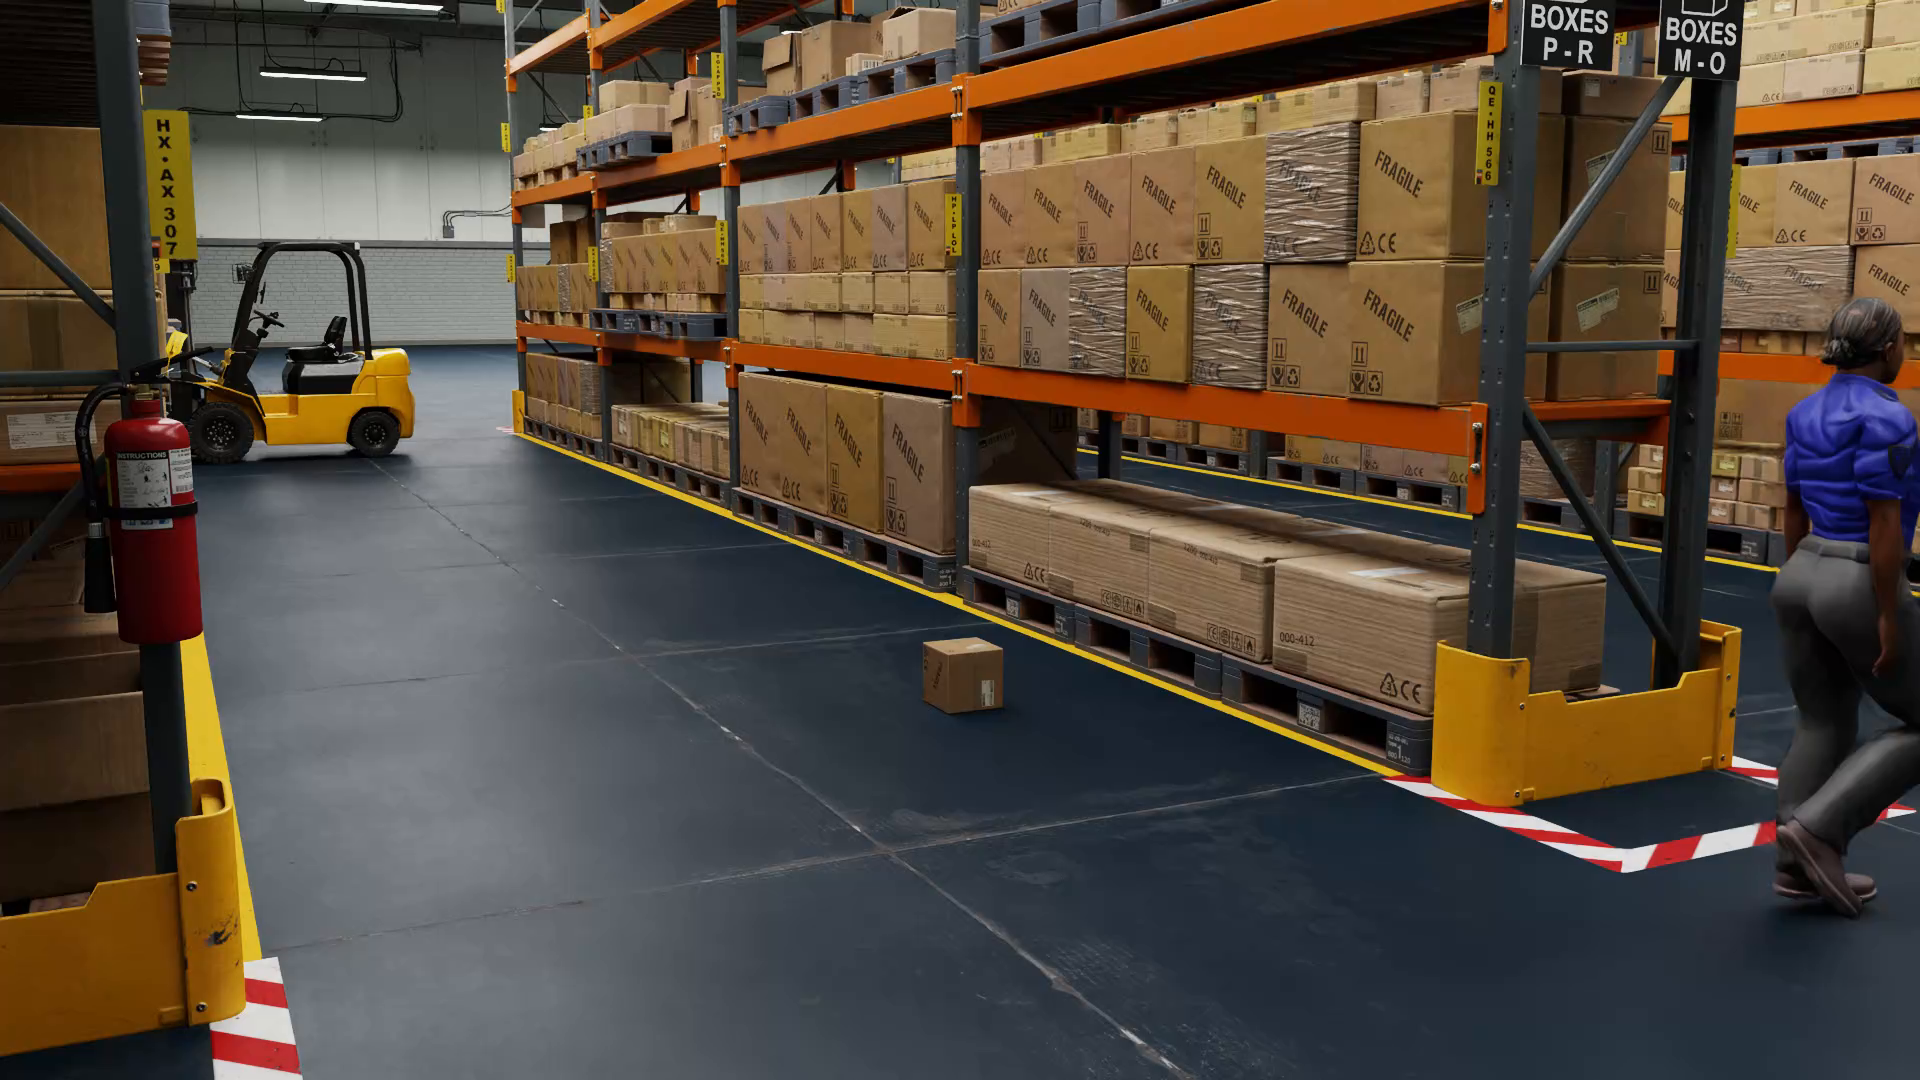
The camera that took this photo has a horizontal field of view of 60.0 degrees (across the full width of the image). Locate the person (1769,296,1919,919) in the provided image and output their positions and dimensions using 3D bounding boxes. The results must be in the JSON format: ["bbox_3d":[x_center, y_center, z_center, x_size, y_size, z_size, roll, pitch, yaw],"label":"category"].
[{"bbox_3d":[2.394,0.175,4.511,0.453,1.653,0.497,-1,9,-10],"label":"person"}]
